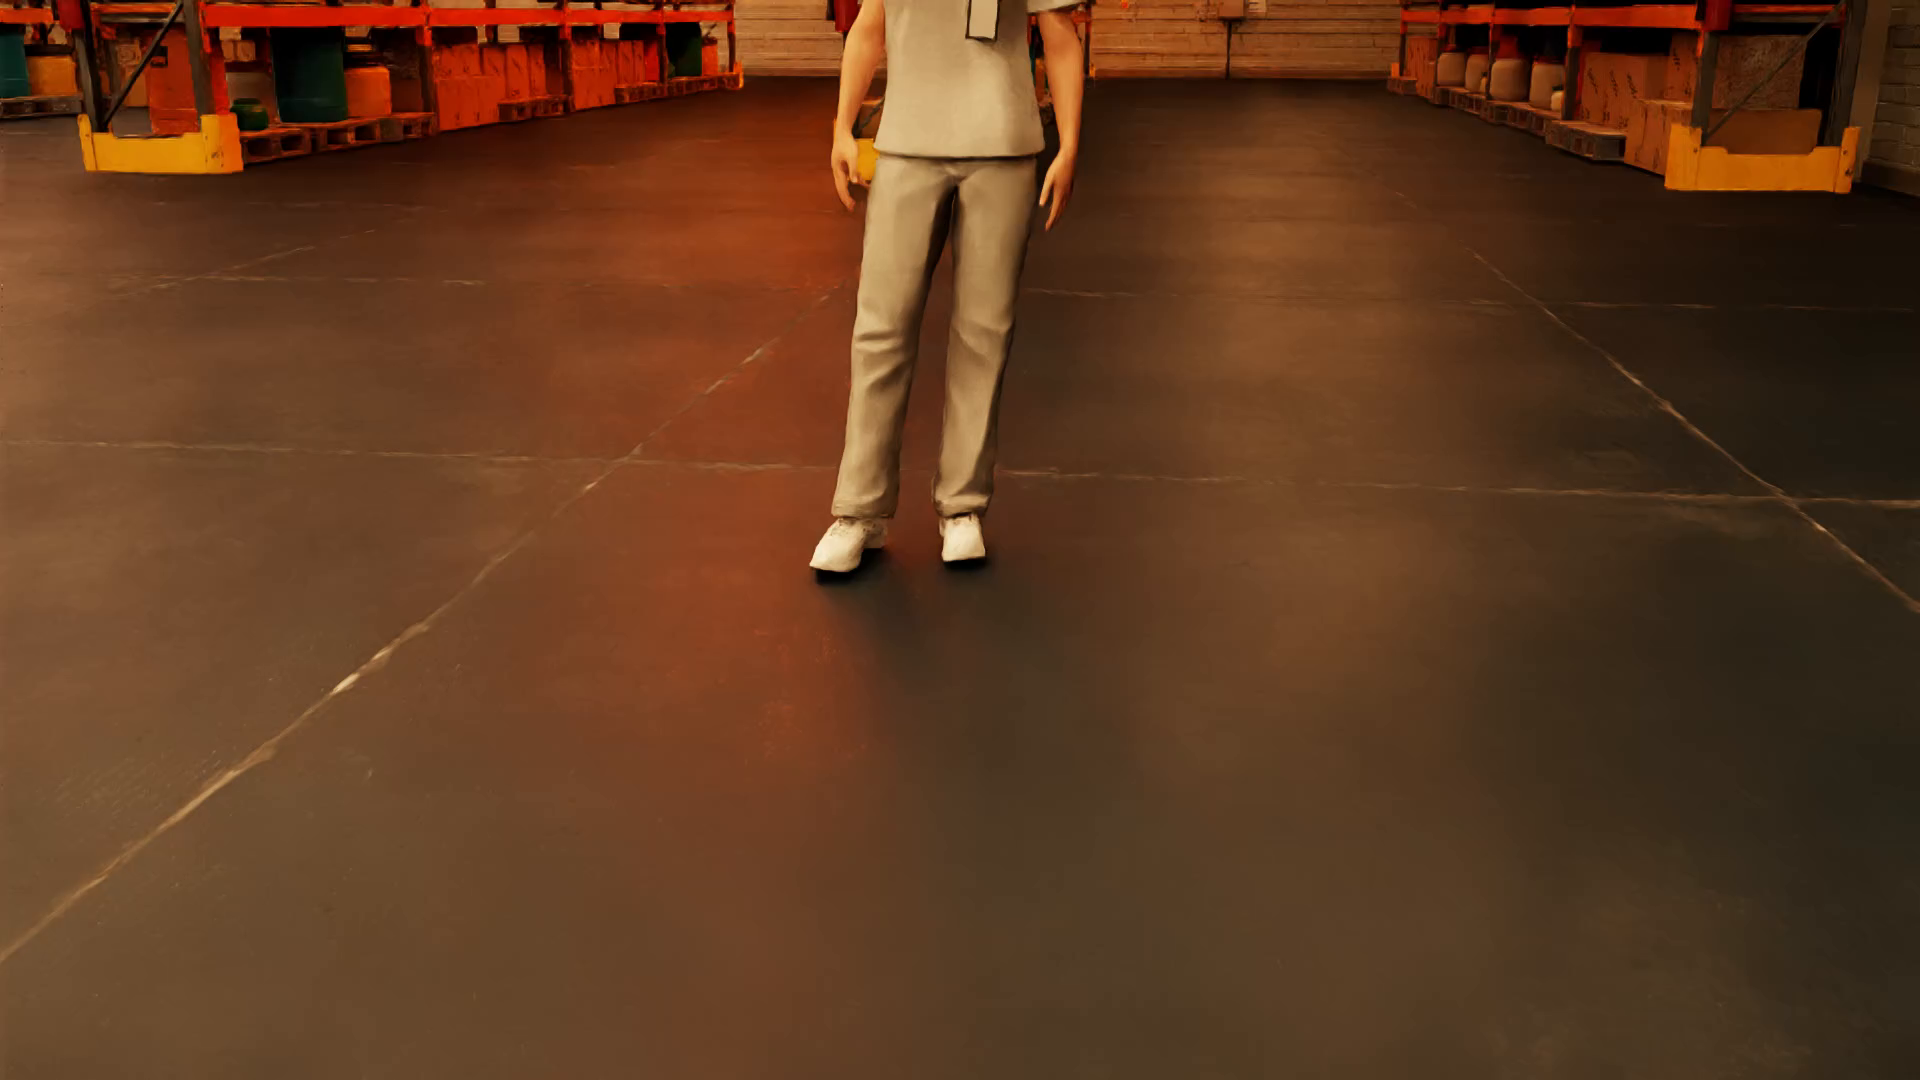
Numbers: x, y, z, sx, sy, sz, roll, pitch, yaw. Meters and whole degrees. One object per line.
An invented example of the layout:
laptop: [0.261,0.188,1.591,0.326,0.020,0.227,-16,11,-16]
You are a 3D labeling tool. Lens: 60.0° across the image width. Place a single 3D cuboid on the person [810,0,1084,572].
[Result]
person: [-0.022,-0.780,3.505,0.550,1.664,0.548,2,18,7]
